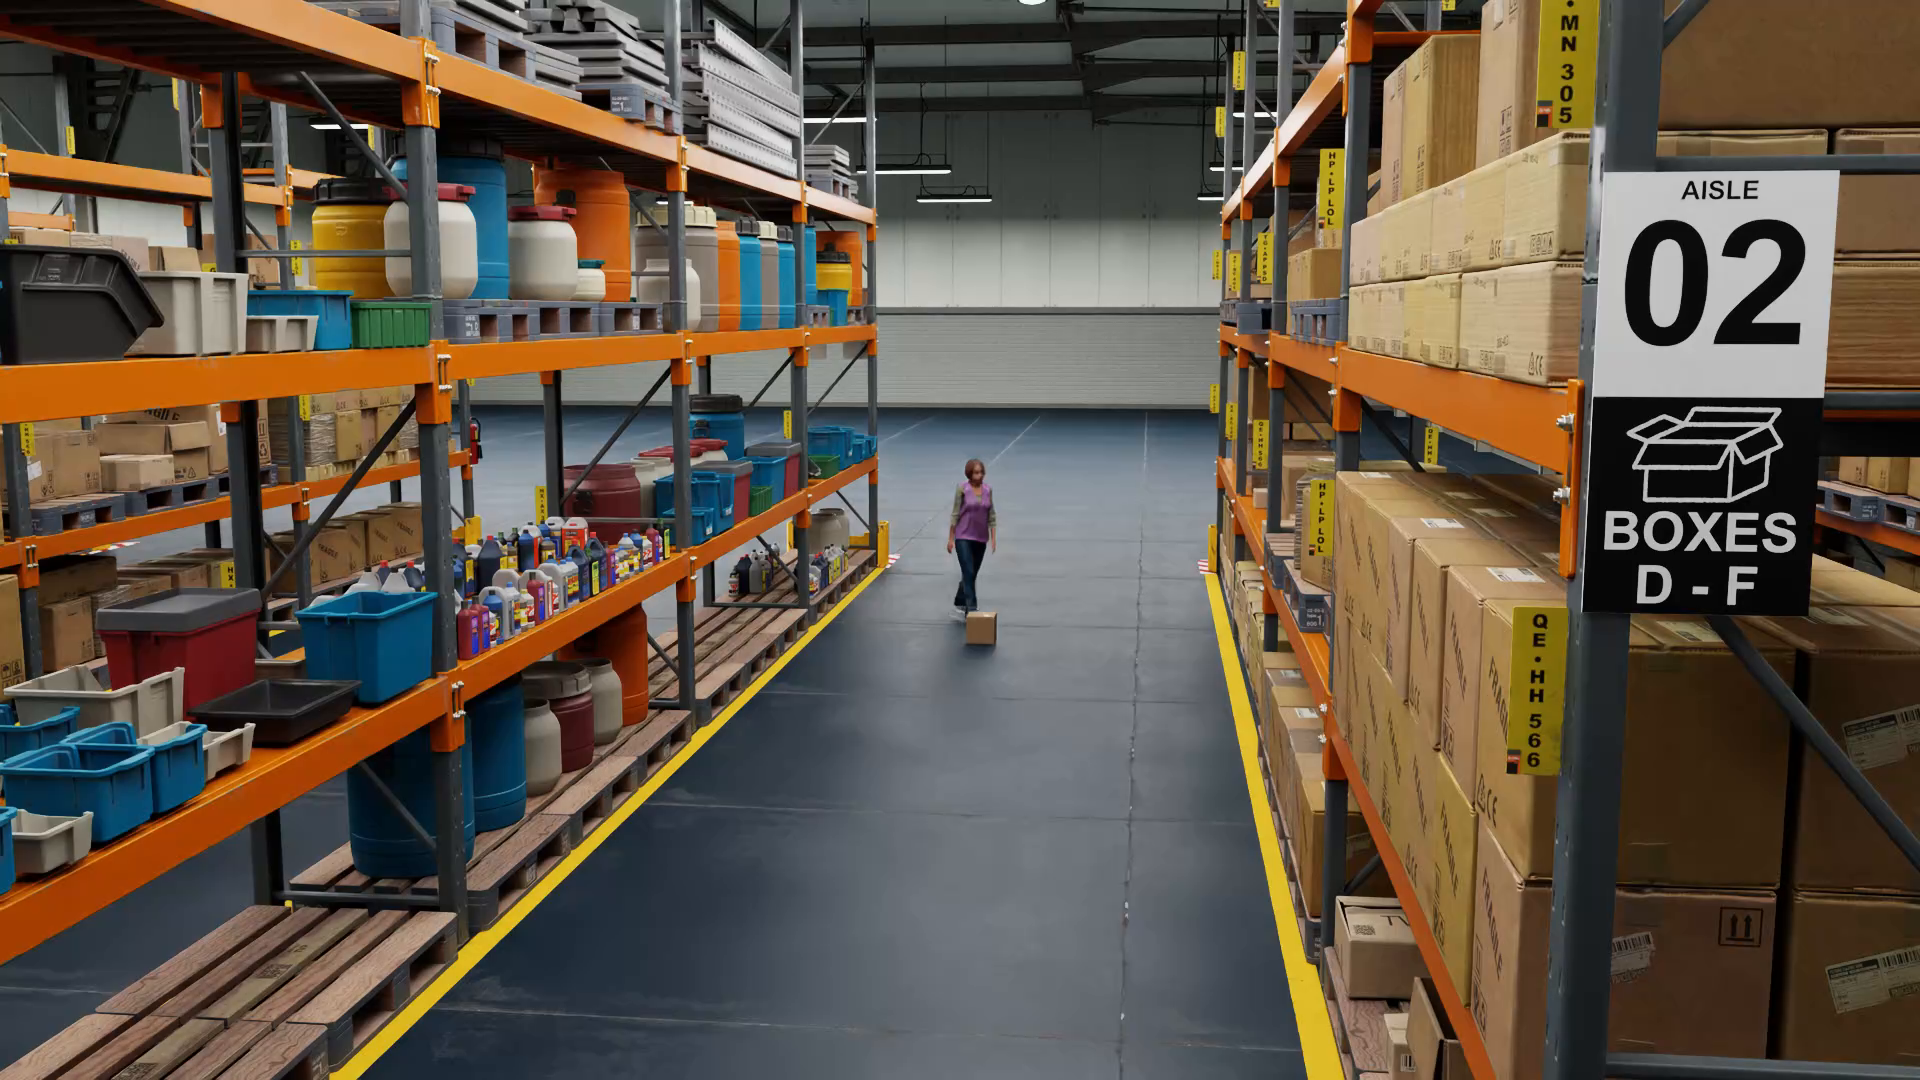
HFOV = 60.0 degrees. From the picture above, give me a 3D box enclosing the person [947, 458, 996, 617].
[{"bbox_3d":[0.139,-0.006,15.858,0.455,1.553,0.808,-4,9,-28],"label":"person"}]
